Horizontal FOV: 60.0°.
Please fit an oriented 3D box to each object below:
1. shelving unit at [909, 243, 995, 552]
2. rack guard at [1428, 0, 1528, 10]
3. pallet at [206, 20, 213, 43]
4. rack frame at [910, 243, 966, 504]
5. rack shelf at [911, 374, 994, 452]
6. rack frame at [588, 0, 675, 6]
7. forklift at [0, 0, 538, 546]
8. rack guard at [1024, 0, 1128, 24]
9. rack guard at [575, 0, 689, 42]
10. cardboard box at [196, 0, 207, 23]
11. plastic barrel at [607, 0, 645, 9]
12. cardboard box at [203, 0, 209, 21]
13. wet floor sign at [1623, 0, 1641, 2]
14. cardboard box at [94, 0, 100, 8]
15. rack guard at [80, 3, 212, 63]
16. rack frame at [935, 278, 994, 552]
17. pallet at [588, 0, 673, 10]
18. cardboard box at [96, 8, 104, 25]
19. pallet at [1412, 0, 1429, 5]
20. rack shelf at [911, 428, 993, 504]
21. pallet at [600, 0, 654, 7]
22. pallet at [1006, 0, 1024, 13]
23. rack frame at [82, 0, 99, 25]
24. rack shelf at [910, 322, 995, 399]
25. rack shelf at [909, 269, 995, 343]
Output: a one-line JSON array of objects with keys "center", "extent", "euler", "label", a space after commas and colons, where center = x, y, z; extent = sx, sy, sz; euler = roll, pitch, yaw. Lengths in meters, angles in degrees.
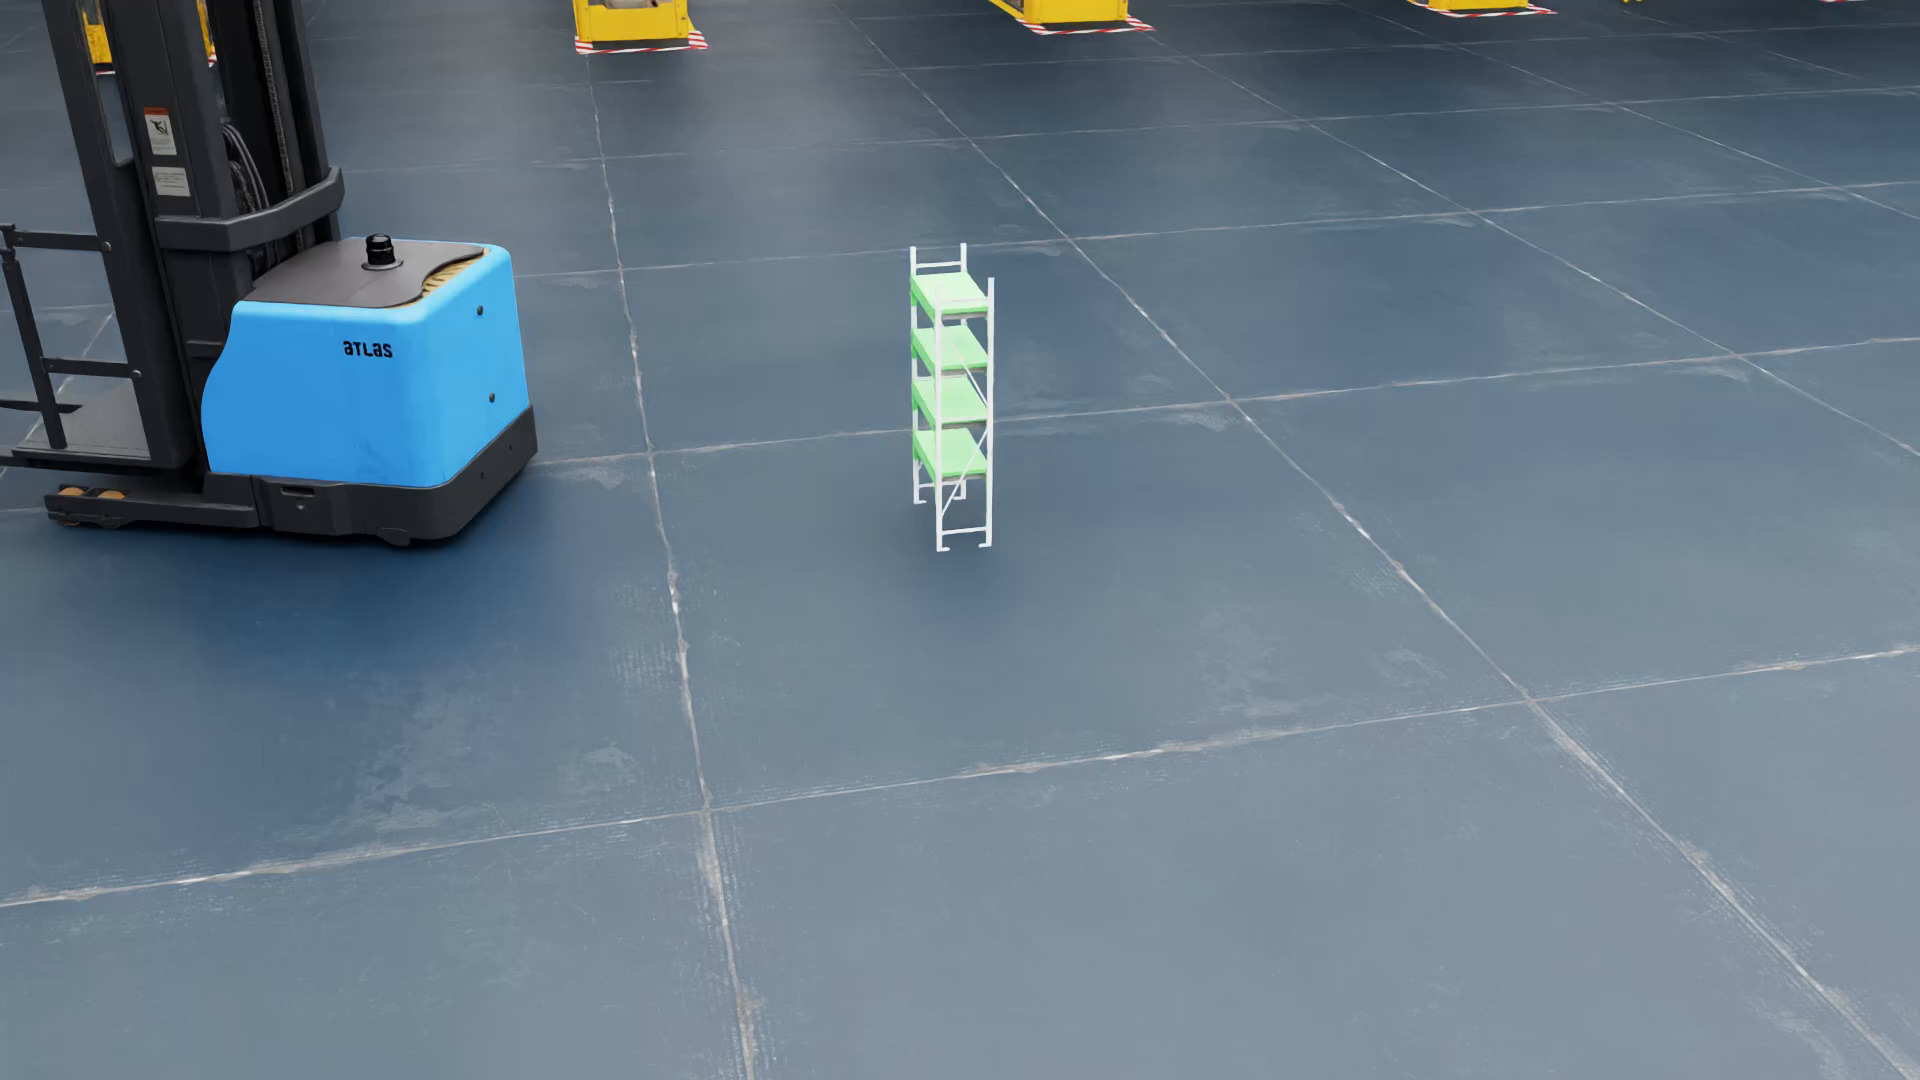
[{"center": [-0.037, -0.608, 7.124], "extent": [0.258, 1.200, 0.503], "euler": [-6, 27, -12], "label": "shelving unit"}, {"center": [6.203, -6.620, 19.811], "extent": [1.175, 0.500, 0.348], "euler": [-6, 27, -12], "label": "rack guard"}, {"center": [-8.523, -5.369, 17.654], "extent": [1.003, 0.211, 1.213], "euler": [-6, 27, -12], "label": "pallet"}, {"center": [-0.092, -0.715, 7.336], "extent": [0.240, 1.200, 0.015], "euler": [-6, 27, -12], "label": "rack frame"}, {"center": [-0.037, -0.551, 7.152], "extent": [0.258, 0.148, 0.480], "euler": [-6, 27, -12], "label": "rack shelf"}, {"center": [-3.483, -6.784, 17.362], "extent": [1.000, 3.000, 0.127], "euler": [-6, 27, -12], "label": "rack frame"}, {"center": [-3.578, -1.587, 7.141], "extent": [3.031, 2.935, 1.130], "euler": [4, 27, 9], "label": "forklift"}, {"center": [1.325, -6.205, 18.988], "extent": [1.175, 0.500, 0.348], "euler": [-6, 27, -12], "label": "rack guard"}, {"center": [-3.546, -5.697, 17.982], "extent": [1.175, 0.500, 0.348], "euler": [-6, 27, -12], "label": "rack guard"}, {"center": [-8.214, -5.501, 17.405], "extent": [0.500, 0.250, 0.500], "euler": [-6, 27, -12], "label": "cardboard box"}, {"center": [-3.706, -6.142, 18.385], "extent": [0.421, 0.512, 0.421], "euler": [0, 27, 0], "label": "plastic barrel"}, {"center": [-8.330, -5.720, 17.839], "extent": [0.500, 0.250, 0.500], "euler": [-6, 27, -12], "label": "cardboard box"}, {"center": [8.133, -6.884, 20.172], "extent": [0.267, 0.644, 0.232], "euler": [-11, 29, -20], "label": "wet floor sign"}, {"center": [-8.721, -5.783, 17.131], "extent": [0.500, 0.500, 0.500], "euler": [-6, 27, -12], "label": "cardboard box"}, {"center": [-8.305, -5.156, 16.911], "extent": [1.175, 0.500, 0.348], "euler": [-6, 27, -12], "label": "rack guard"}, {"center": [0.018, -0.501, 6.911], "extent": [0.240, 1.200, 0.015], "euler": [-6, 27, -12], "label": "rack frame"}, {"center": [-3.724, -5.925, 18.755], "extent": [1.003, 0.211, 1.213], "euler": [-6, 27, -12], "label": "pallet"}, {"center": [-8.719, -5.448, 17.301], "extent": [0.500, 0.250, 0.500], "euler": [-6, 27, -12], "label": "cardboard box"}, {"center": [5.941, -6.845, 20.577], "extent": [1.003, 0.211, 1.213], "euler": [-6, 27, -12], "label": "pallet"}, {"center": [-0.037, -0.337, 7.261], "extent": [0.258, 0.148, 0.480], "euler": [-6, 27, -12], "label": "rack shelf"}, {"center": [-3.996, -6.460, 19.814], "extent": [1.003, 0.211, 1.213], "euler": [-6, 27, -12], "label": "pallet"}, {"center": [1.177, -6.436, 19.767], "extent": [1.003, 0.211, 1.213], "euler": [-6, 27, -12], "label": "pallet"}, {"center": [-8.310, -6.283, 16.369], "extent": [1.000, 3.000, 0.127], "euler": [-6, 27, -12], "label": "rack frame"}, {"center": [-0.037, -0.766, 7.044], "extent": [0.258, 0.148, 0.480], "euler": [-6, 27, -12], "label": "rack shelf"}, {"center": [-0.037, -0.980, 6.936], "extent": [0.258, 0.148, 0.480], "euler": [-6, 27, -12], "label": "rack shelf"}]
